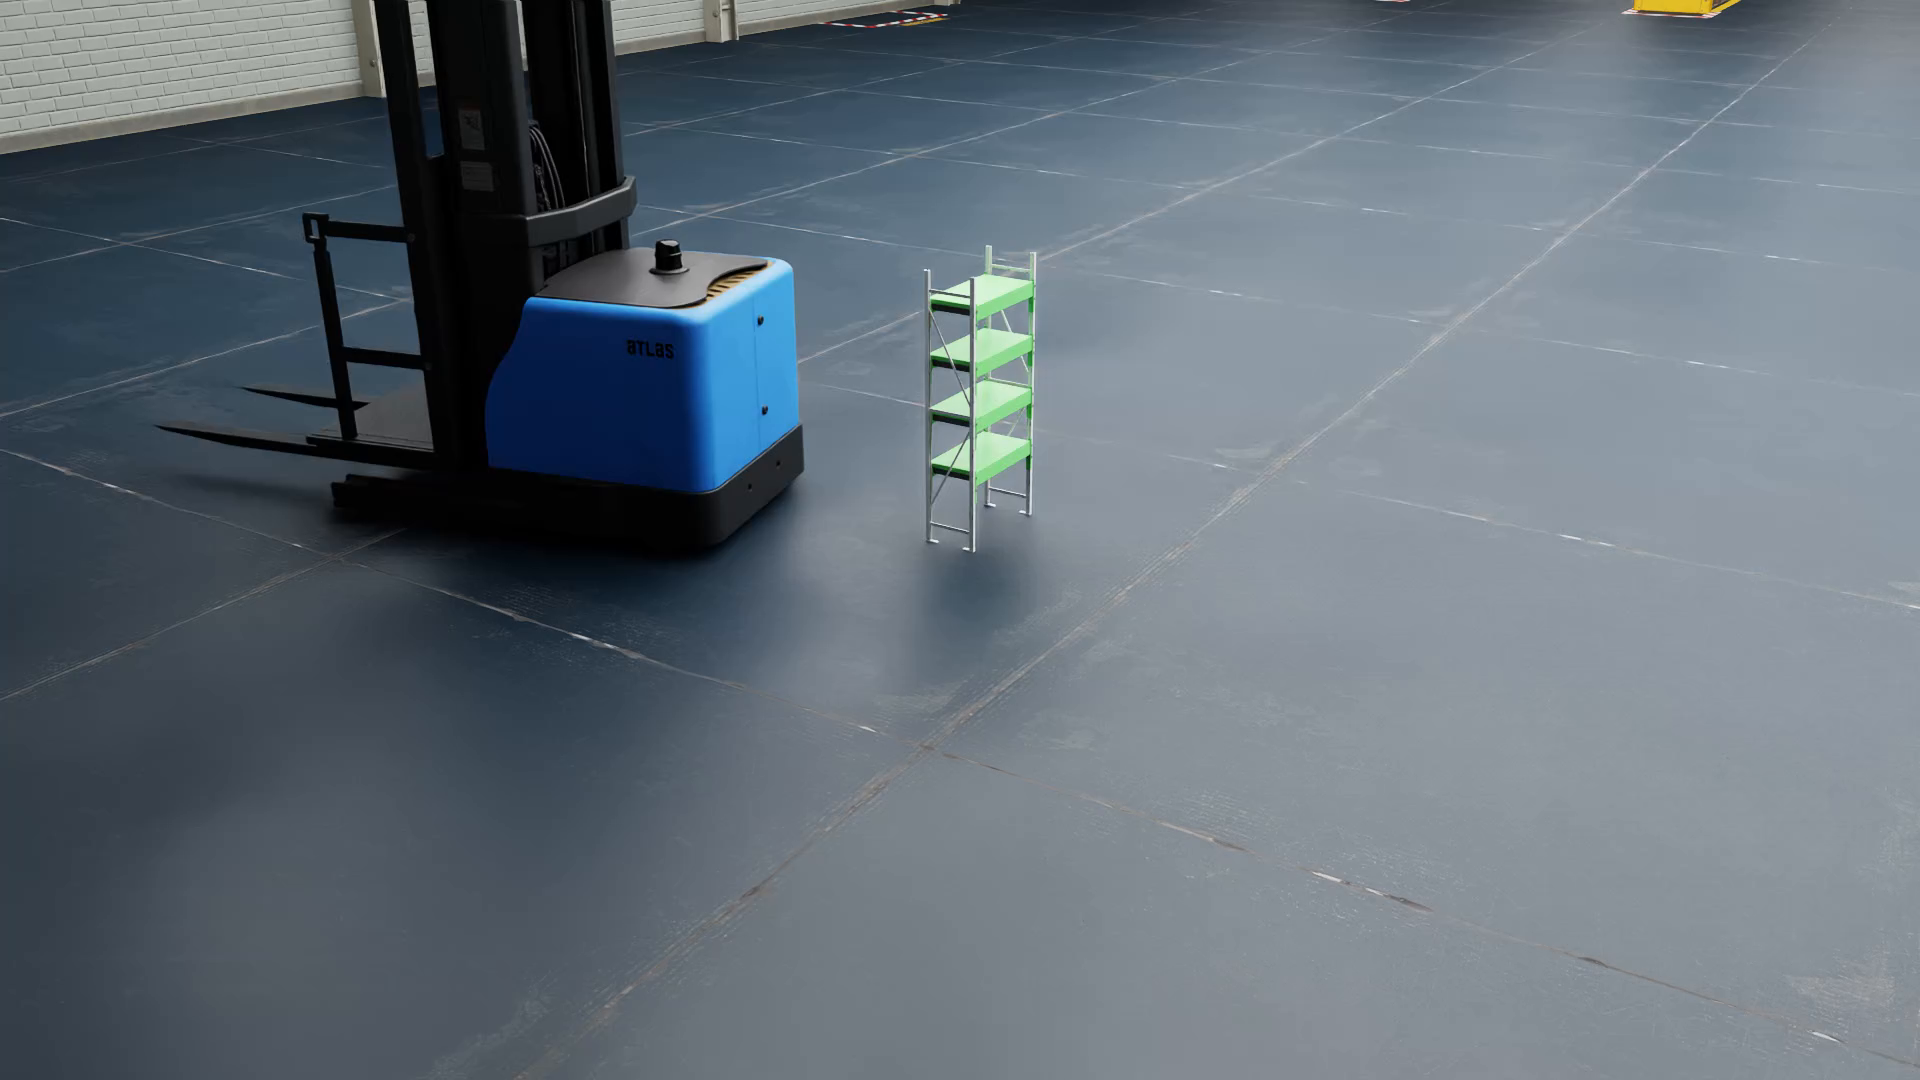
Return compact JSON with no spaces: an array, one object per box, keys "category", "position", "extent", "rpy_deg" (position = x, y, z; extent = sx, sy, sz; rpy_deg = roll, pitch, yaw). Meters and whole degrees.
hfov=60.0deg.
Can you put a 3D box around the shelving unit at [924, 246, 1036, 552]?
[{"category":"shelving unit","position":[0.087,-0.606,7.141],"extent":[0.258,1.200,0.503],"rpy_deg":[14,27,29]}]

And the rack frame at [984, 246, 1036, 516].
[{"category":"rack frame","position":[0.216,-0.689,7.331],"extent":[0.240,1.200,0.015],"rpy_deg":[14,27,29]}]

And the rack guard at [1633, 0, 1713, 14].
[{"category":"rack guard","position":[11.718,-8.943,27.278],"extent":[1.175,0.500,0.348],"rpy_deg":[14,27,29]}]

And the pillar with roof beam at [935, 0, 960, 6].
[{"category":"pillar with roof beam","position":[3.428,-12.374,24.506],"extent":[9.100,9.000,0.400],"rpy_deg":[14,27,29]}]

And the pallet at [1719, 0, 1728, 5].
[{"category":"pallet","position":[12.796,-9.493,28.914],"extent":[1.003,0.211,1.213],"rpy_deg":[14,27,29]}]

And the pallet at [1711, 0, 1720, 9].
[{"category":"pallet","position":[12.151,-9.083,27.966],"extent":[1.003,0.211,1.213],"rpy_deg":[14,27,29]}]

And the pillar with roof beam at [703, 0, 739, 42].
[{"category":"pillar with roof beam","position":[0.263,-10.349,19.828],"extent":[9.100,9.000,0.400],"rpy_deg":[14,27,29]}]

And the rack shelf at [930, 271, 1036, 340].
[{"category":"rack shelf","position":[0.087,-0.988,6.975],"extent":[0.258,0.148,0.480],"rpy_deg":[14,27,29]}]

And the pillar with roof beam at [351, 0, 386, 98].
[{"category":"pillar with roof beam","position":[-2.902,-8.324,15.151],"extent":[9.100,9.000,0.400],"rpy_deg":[14,27,29]}]

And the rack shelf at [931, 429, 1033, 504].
[{"category":"rack shelf","position":[0.087,-0.328,7.261],"extent":[0.258,0.148,0.480],"rpy_deg":[14,27,29]}]

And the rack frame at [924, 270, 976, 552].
[{"category":"rack frame","position":[-0.041,-0.524,6.950],"extent":[0.240,1.200,0.015],"rpy_deg":[14,27,29]}]

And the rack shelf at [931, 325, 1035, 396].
[{"category":"rack shelf","position":[0.087,-0.768,7.071],"extent":[0.258,0.148,0.480],"rpy_deg":[14,27,29]}]

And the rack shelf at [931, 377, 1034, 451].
[{"category":"rack shelf","position":[0.087,-0.548,7.166],"extent":[0.258,0.148,0.480],"rpy_deg":[14,27,29]}]

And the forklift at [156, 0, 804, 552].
[{"category":"forklift","position":[-2.308,-1.626,7.316],"extent":[3.031,2.935,1.130],"rpy_deg":[7,25,17]}]
